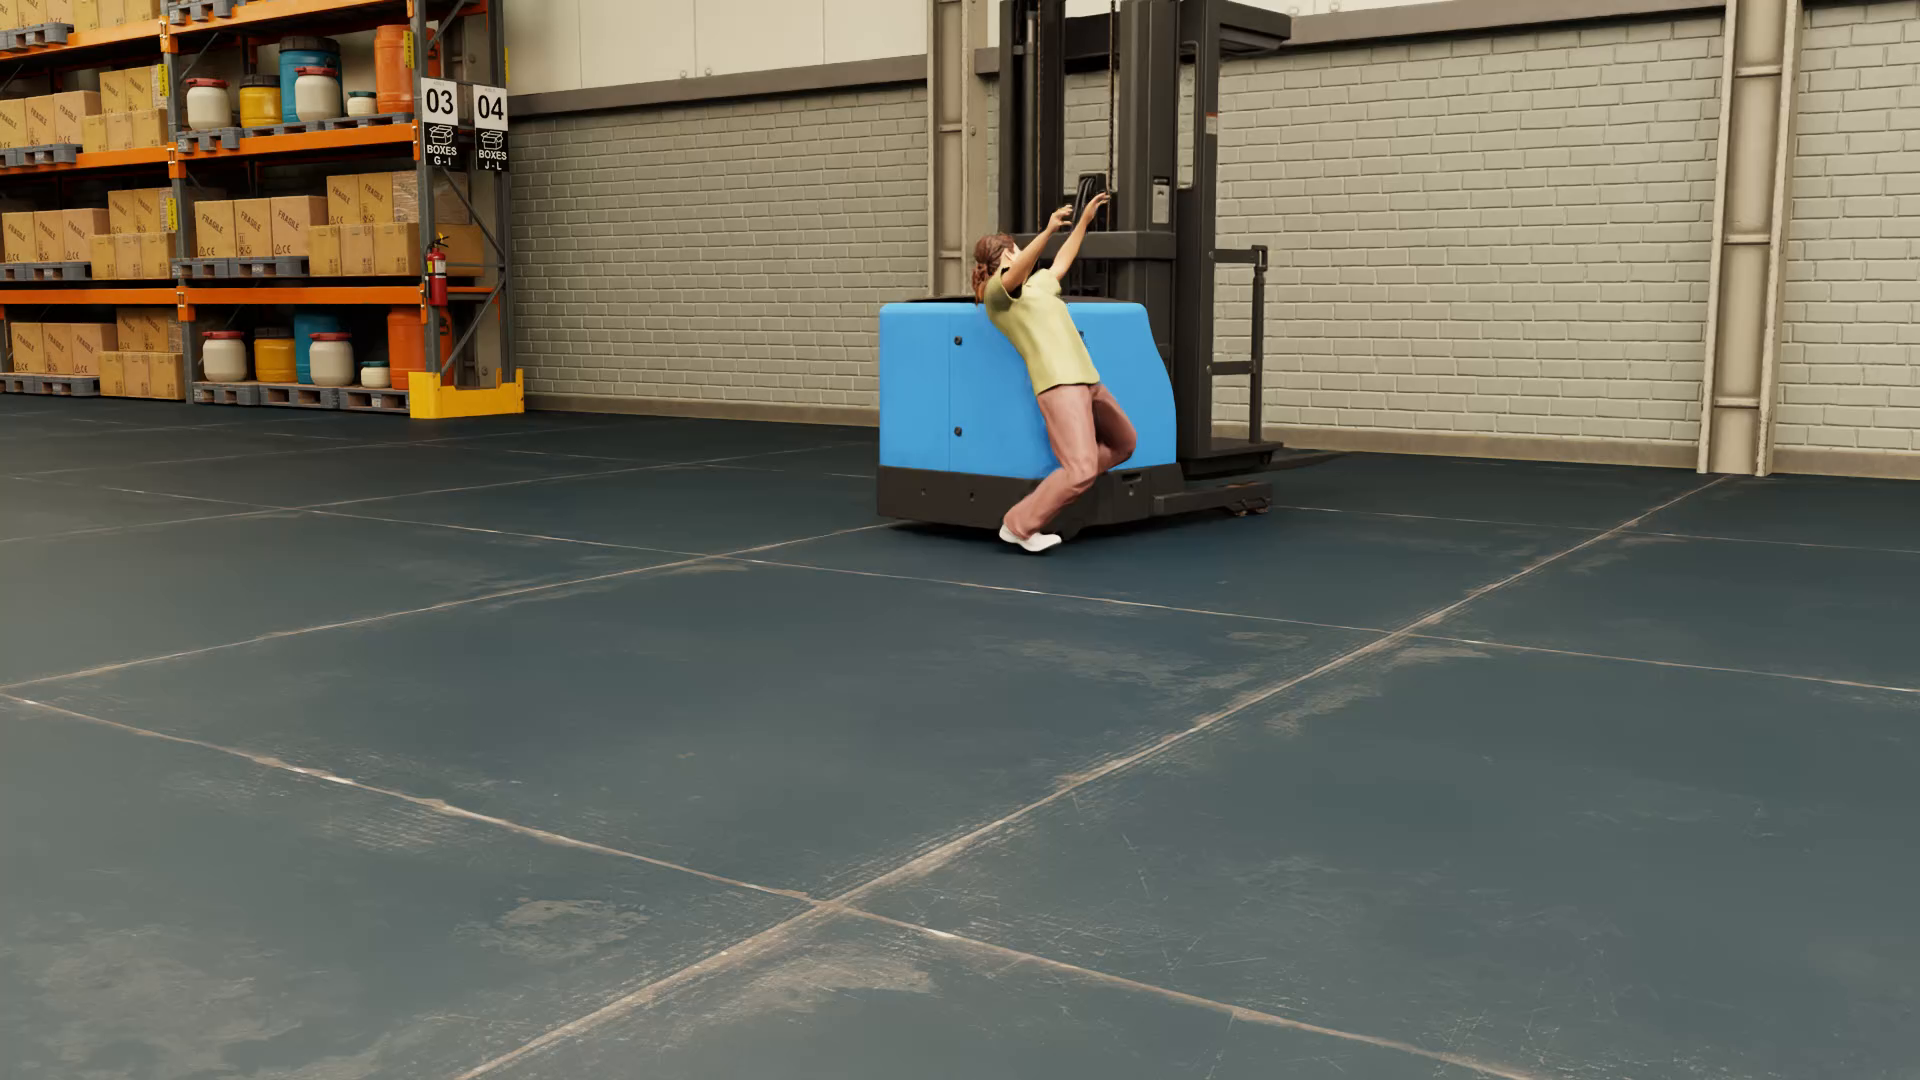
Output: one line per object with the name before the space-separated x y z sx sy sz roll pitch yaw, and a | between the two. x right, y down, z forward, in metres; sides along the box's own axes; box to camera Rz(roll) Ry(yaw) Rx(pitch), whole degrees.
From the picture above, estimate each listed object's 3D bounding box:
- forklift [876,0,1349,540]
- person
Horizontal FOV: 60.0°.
forklift | 0.969 -1.609 8.507 1.130 2.935 3.031 7 11 42
person | 0.351 -0.729 7.154 0.692 1.546 0.900 3 9 20
